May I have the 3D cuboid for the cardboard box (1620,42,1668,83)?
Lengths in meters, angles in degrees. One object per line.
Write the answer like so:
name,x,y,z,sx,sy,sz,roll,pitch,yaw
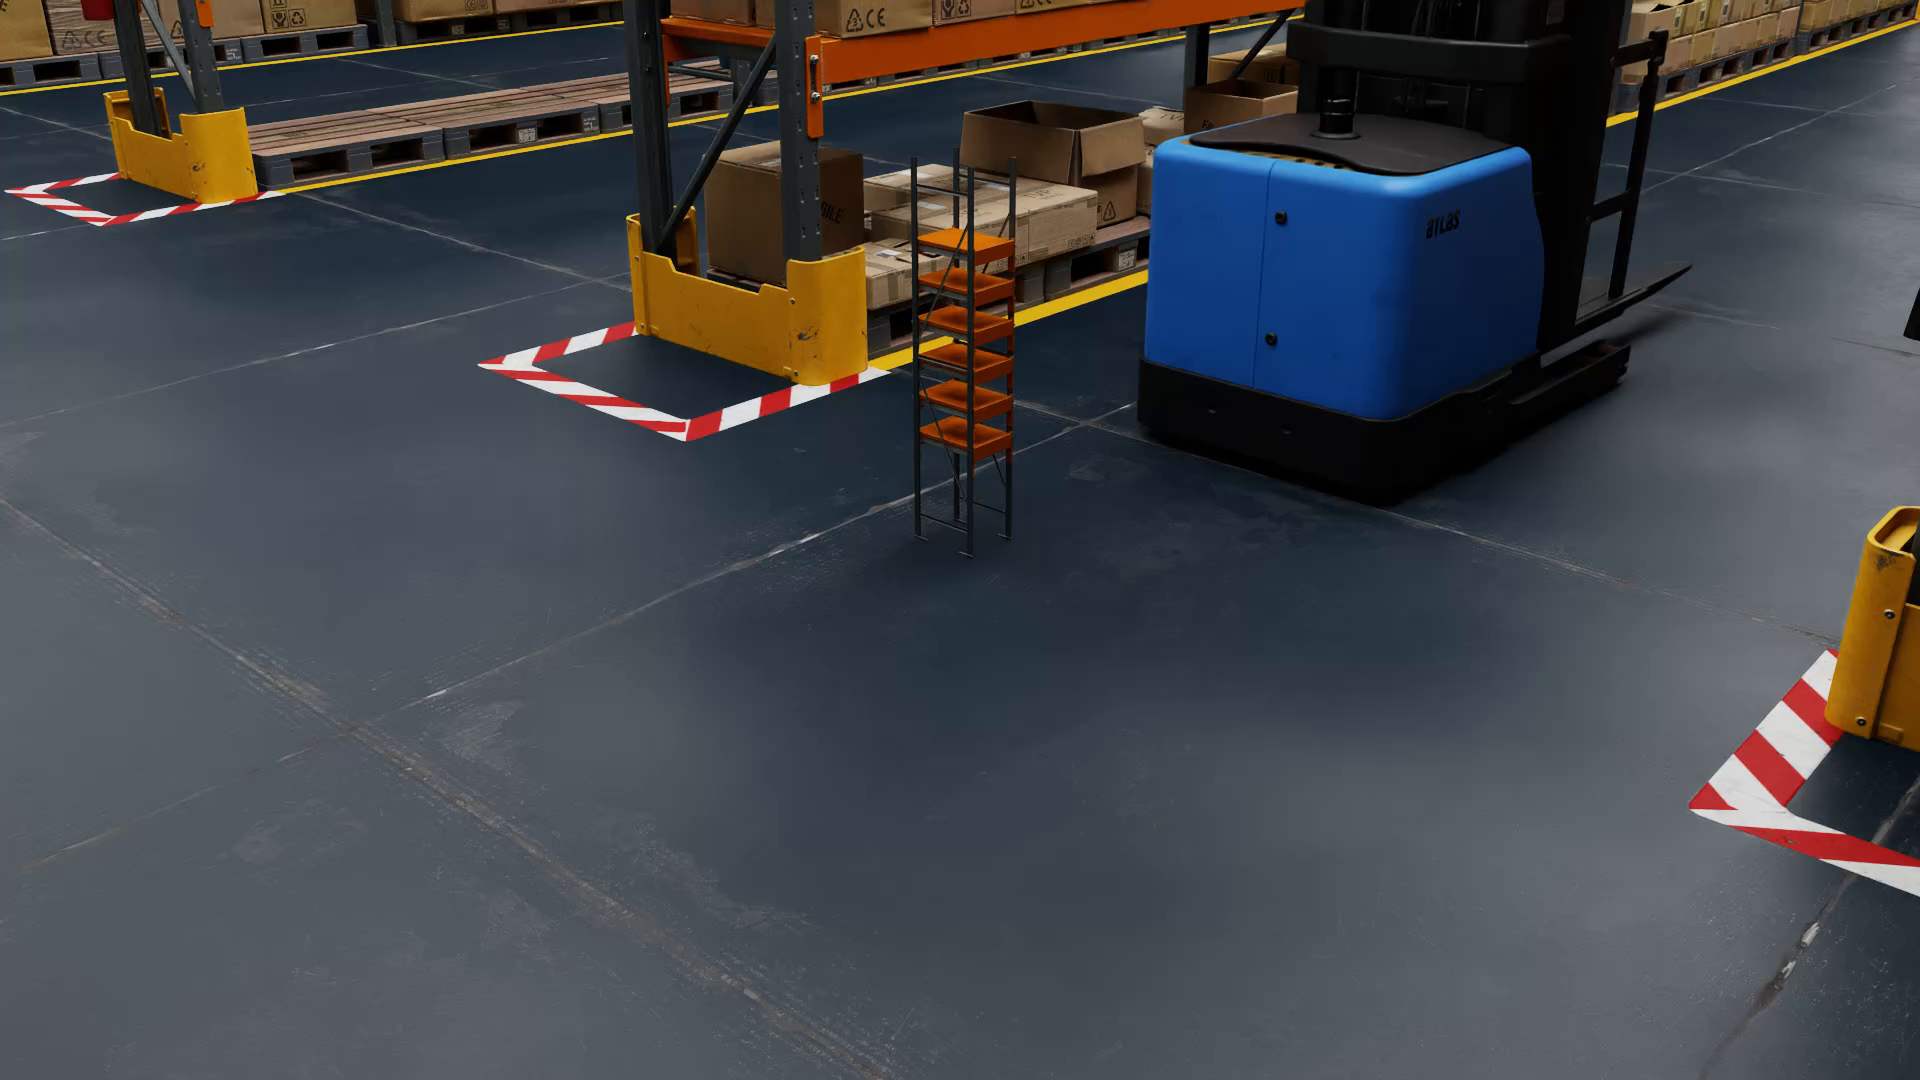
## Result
cardboard box,4.956,-3.611,12.485,0.500,0.250,0.500,20,31,37

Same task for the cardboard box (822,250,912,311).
cardboard box,-0.416,-1.091,6.964,0.380,0.149,0.250,20,31,38

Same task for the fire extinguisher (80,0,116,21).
fire extinguisher,-5.077,-3.384,9.681,0.296,0.674,0.183,20,31,38

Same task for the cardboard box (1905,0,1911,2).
cardboard box,9.589,-5.725,17.200,0.500,0.250,0.500,20,31,38

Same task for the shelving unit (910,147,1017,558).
shelving unit,0.010,-0.552,5.014,0.258,1.200,0.189,20,31,38

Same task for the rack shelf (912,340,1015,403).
rack shelf,0.010,-0.511,5.033,0.258,0.103,0.180,20,31,38

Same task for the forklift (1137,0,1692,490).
forklift,2.015,-2.017,6.165,1.130,2.935,3.031,21,31,38

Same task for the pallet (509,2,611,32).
pallet,-4.384,-5.439,17.123,1.003,0.211,1.213,20,31,38

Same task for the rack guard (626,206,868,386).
rack guard,-0.901,-1.040,6.959,1.175,0.500,0.348,20,31,38

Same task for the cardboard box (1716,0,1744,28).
cardboard box,5.985,-4.341,13.428,0.500,0.311,0.500,20,31,37

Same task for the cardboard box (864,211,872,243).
cardboard box,-0.435,-1.397,7.625,0.380,0.166,0.250,20,31,38

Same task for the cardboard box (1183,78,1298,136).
cardboard box,1.549,-2.185,8.975,0.500,0.500,0.500,20,31,38

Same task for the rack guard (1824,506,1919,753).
rack guard,2.724,0.342,3.877,1.175,0.500,0.348,20,31,38

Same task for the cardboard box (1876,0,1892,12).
cardboard box,8.932,-5.417,16.512,0.500,0.250,0.500,20,31,38

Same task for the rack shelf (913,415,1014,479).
rack shelf,0.010,-0.292,5.131,0.258,0.103,0.180,20,31,38

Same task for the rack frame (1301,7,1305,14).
rack frame,3.371,-7.167,17.569,1.000,3.000,0.127,20,31,38

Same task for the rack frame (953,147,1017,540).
rack frame,0.071,-0.580,5.077,0.240,1.200,0.006,20,31,38

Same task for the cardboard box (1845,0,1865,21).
cardboard box,8.267,-5.111,15.830,0.500,0.250,0.500,20,31,38

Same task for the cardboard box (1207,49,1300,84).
cardboard box,1.834,-2.665,10.045,0.500,0.500,0.500,20,31,37

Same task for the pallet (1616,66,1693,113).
pallet,4.966,-3.563,12.938,1.003,0.211,1.213,20,31,38

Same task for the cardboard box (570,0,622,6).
cardboard box,-4.064,-6.049,17.159,1.225,0.875,0.875,20,31,38

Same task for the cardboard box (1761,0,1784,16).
cardboard box,6.658,-4.645,14.105,0.500,0.311,0.500,21,32,39

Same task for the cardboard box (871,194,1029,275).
cardboard box,-0.044,-1.344,7.405,0.500,0.250,0.500,20,31,38

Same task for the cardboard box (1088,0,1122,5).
cardboard box,0.553,-2.729,7.548,0.500,0.500,0.500,21,31,38

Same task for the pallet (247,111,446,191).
pallet,-4.059,-2.479,10.522,1.003,0.211,1.213,20,31,38

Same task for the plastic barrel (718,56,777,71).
plastic barrel,-1.593,-4.125,12.836,0.600,0.901,0.708,20,31,38

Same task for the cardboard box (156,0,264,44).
cardboard box,-6.758,-4.851,14.487,0.875,0.875,0.875,20,31,38

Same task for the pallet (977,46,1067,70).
pallet,0.206,-4.425,14.860,1.003,0.211,1.213,20,31,38

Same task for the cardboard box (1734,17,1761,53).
cardboard box,6.316,-4.235,13.878,0.500,0.250,0.500,21,32,39

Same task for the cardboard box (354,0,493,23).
cardboard box,-5.245,-5.505,15.945,1.225,0.875,0.875,20,31,38

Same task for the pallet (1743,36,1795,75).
pallet,6.594,-4.306,14.596,1.003,0.211,1.213,20,31,38

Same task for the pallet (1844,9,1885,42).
pallet,8.433,-5.146,16.468,1.003,0.211,1.213,20,31,38

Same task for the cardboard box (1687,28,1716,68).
cardboard box,5.633,-3.925,13.185,0.500,0.250,0.500,19,30,36

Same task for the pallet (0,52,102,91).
pallet,-7.851,-3.856,13.593,1.003,0.211,1.213,20,31,38

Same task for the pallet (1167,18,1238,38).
pallet,2.061,-5.272,16.749,1.003,0.211,1.213,20,31,38

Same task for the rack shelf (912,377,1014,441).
rack shelf,0.010,-0.402,5.082,0.258,0.103,0.180,20,31,38

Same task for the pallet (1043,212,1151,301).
pallet,0.445,-1.521,8.385,1.003,0.211,1.213,20,31,38

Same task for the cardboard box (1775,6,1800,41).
cardboard box,6.996,-4.545,14.568,0.500,0.250,0.500,20,31,37

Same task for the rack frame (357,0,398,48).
rack frame,-5.657,-6.082,15.149,1.000,3.000,0.127,20,31,38

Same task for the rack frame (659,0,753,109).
rack frame,-1.968,-4.730,12.133,1.000,3.000,0.127,20,31,38

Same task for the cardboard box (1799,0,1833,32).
cardboard box,7.592,-4.809,15.157,0.500,0.250,0.500,20,31,38

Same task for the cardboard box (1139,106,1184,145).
cardboard box,1.277,-2.281,9.420,0.500,0.311,0.500,20,31,38

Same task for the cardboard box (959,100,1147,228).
cardboard box,0.468,-1.864,8.255,0.797,0.503,0.637,20,31,38

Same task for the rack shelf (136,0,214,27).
rack shelf,-3.303,-3.792,10.921,1.077,0.370,4.000,20,31,38

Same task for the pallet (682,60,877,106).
pallet,-1.422,-3.681,13.202,1.003,0.211,1.213,20,31,38

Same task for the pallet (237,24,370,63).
pallet,-6.223,-4.600,15.251,1.003,0.211,1.213,20,31,38

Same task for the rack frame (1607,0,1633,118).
rack frame,4.387,-4.595,11.832,1.000,3.000,0.127,20,31,38

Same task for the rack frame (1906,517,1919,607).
rack frame,2.740,-0.806,3.381,1.000,3.000,0.127,20,31,38

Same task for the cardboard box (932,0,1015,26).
cardboard box,-0.119,-2.425,6.870,0.500,0.500,0.500,20,31,37

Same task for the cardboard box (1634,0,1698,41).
cardboard box,5.300,-4.030,12.733,0.500,0.311,0.500,19,31,36

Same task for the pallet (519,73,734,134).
pallet,-2.430,-3.223,12.180,1.003,0.211,1.213,20,31,38

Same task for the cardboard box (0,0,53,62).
cardboard box,-7.959,-4.303,13.263,0.875,0.875,0.875,20,31,38
